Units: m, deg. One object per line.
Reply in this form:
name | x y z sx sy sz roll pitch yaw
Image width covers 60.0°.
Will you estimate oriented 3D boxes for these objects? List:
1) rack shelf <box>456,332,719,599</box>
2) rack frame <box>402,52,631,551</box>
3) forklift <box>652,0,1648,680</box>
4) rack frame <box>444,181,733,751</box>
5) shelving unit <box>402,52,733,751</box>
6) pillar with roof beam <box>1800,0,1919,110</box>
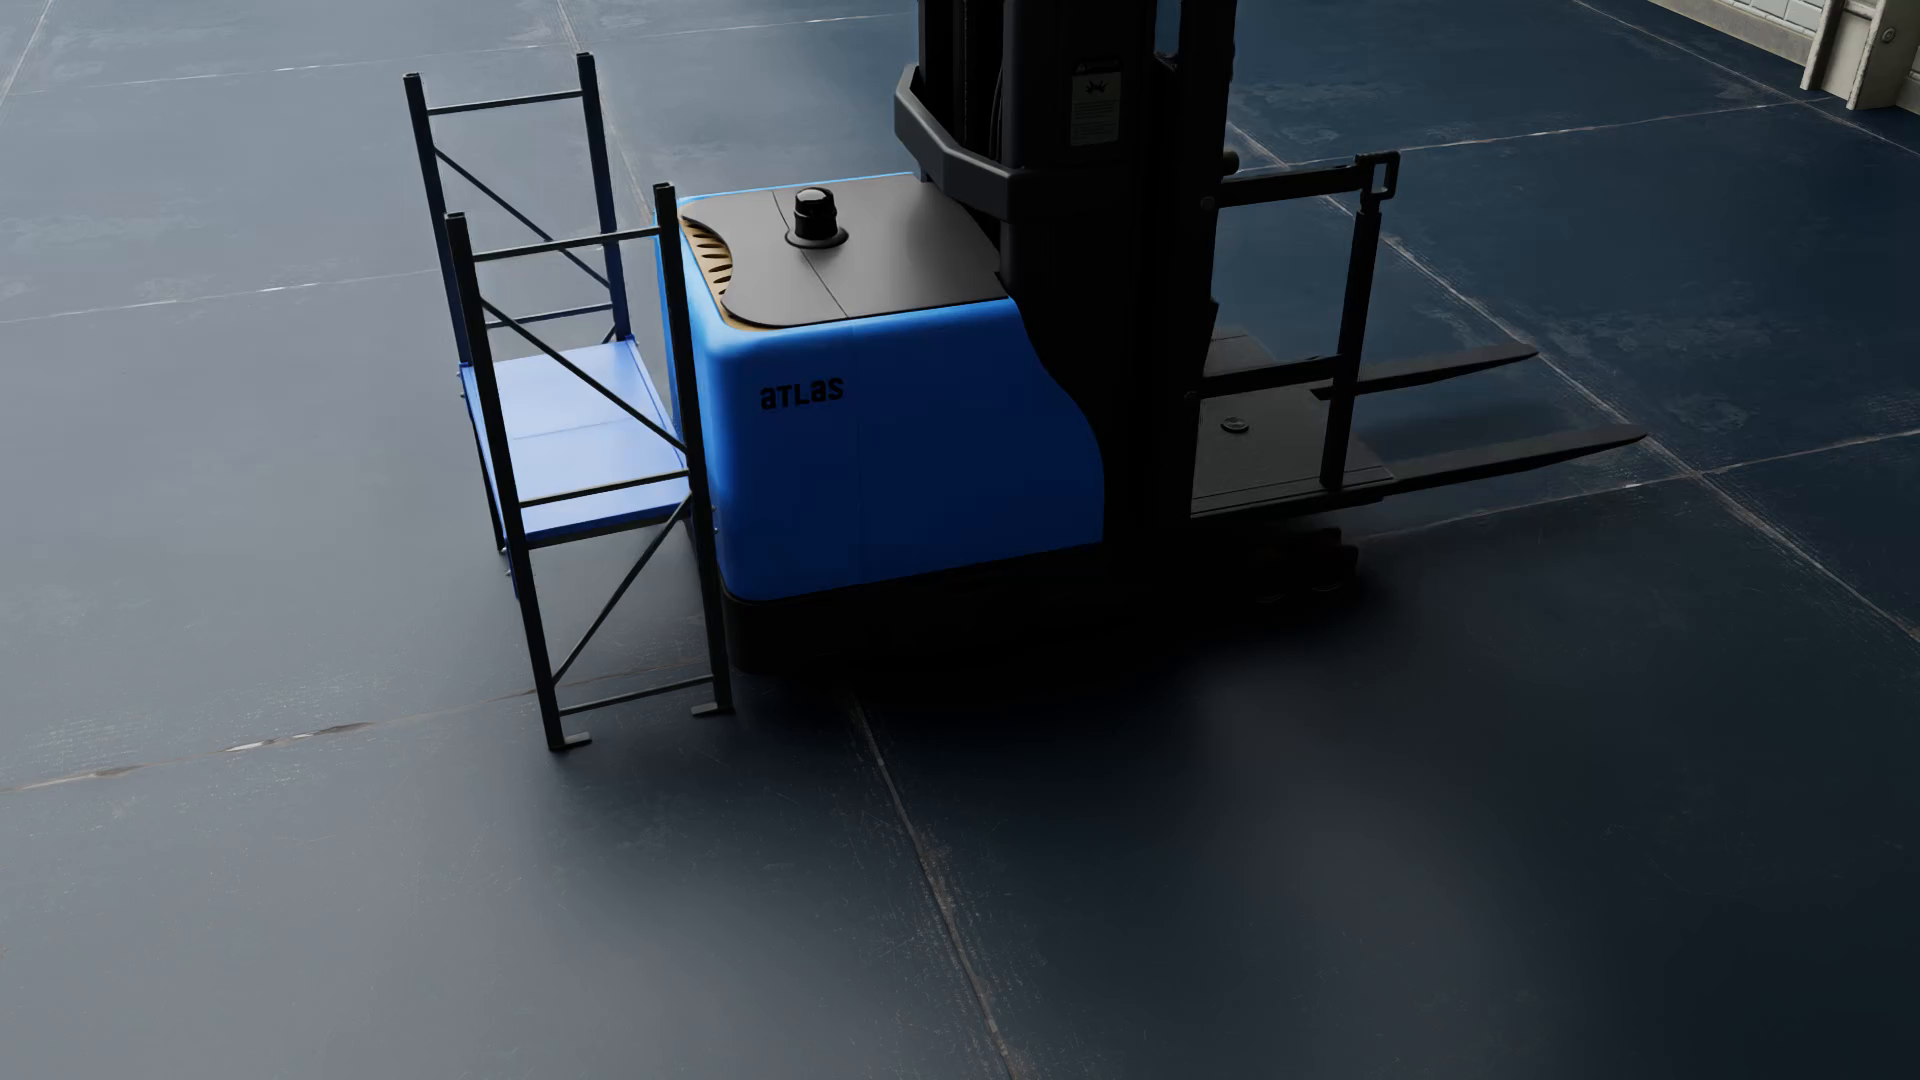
rack shelf | -1.044 -0.237 4.569 0.538 0.185 1.000 -12 35 -17
rack frame | -1.224 -0.649 4.866 0.500 1.500 0.032 -12 35 -17
forklift | 0.678 -1.302 4.562 3.031 2.935 1.130 -10 35 -15
rack frame | -0.869 -0.124 4.072 0.500 1.500 0.032 -12 35 -17
shelving unit | -1.046 -0.387 4.469 0.538 1.500 1.048 -12 35 -17
pillar with roof beam | 0.615 -5.387 5.240 9.100 9.000 0.400 -10 35 -15
